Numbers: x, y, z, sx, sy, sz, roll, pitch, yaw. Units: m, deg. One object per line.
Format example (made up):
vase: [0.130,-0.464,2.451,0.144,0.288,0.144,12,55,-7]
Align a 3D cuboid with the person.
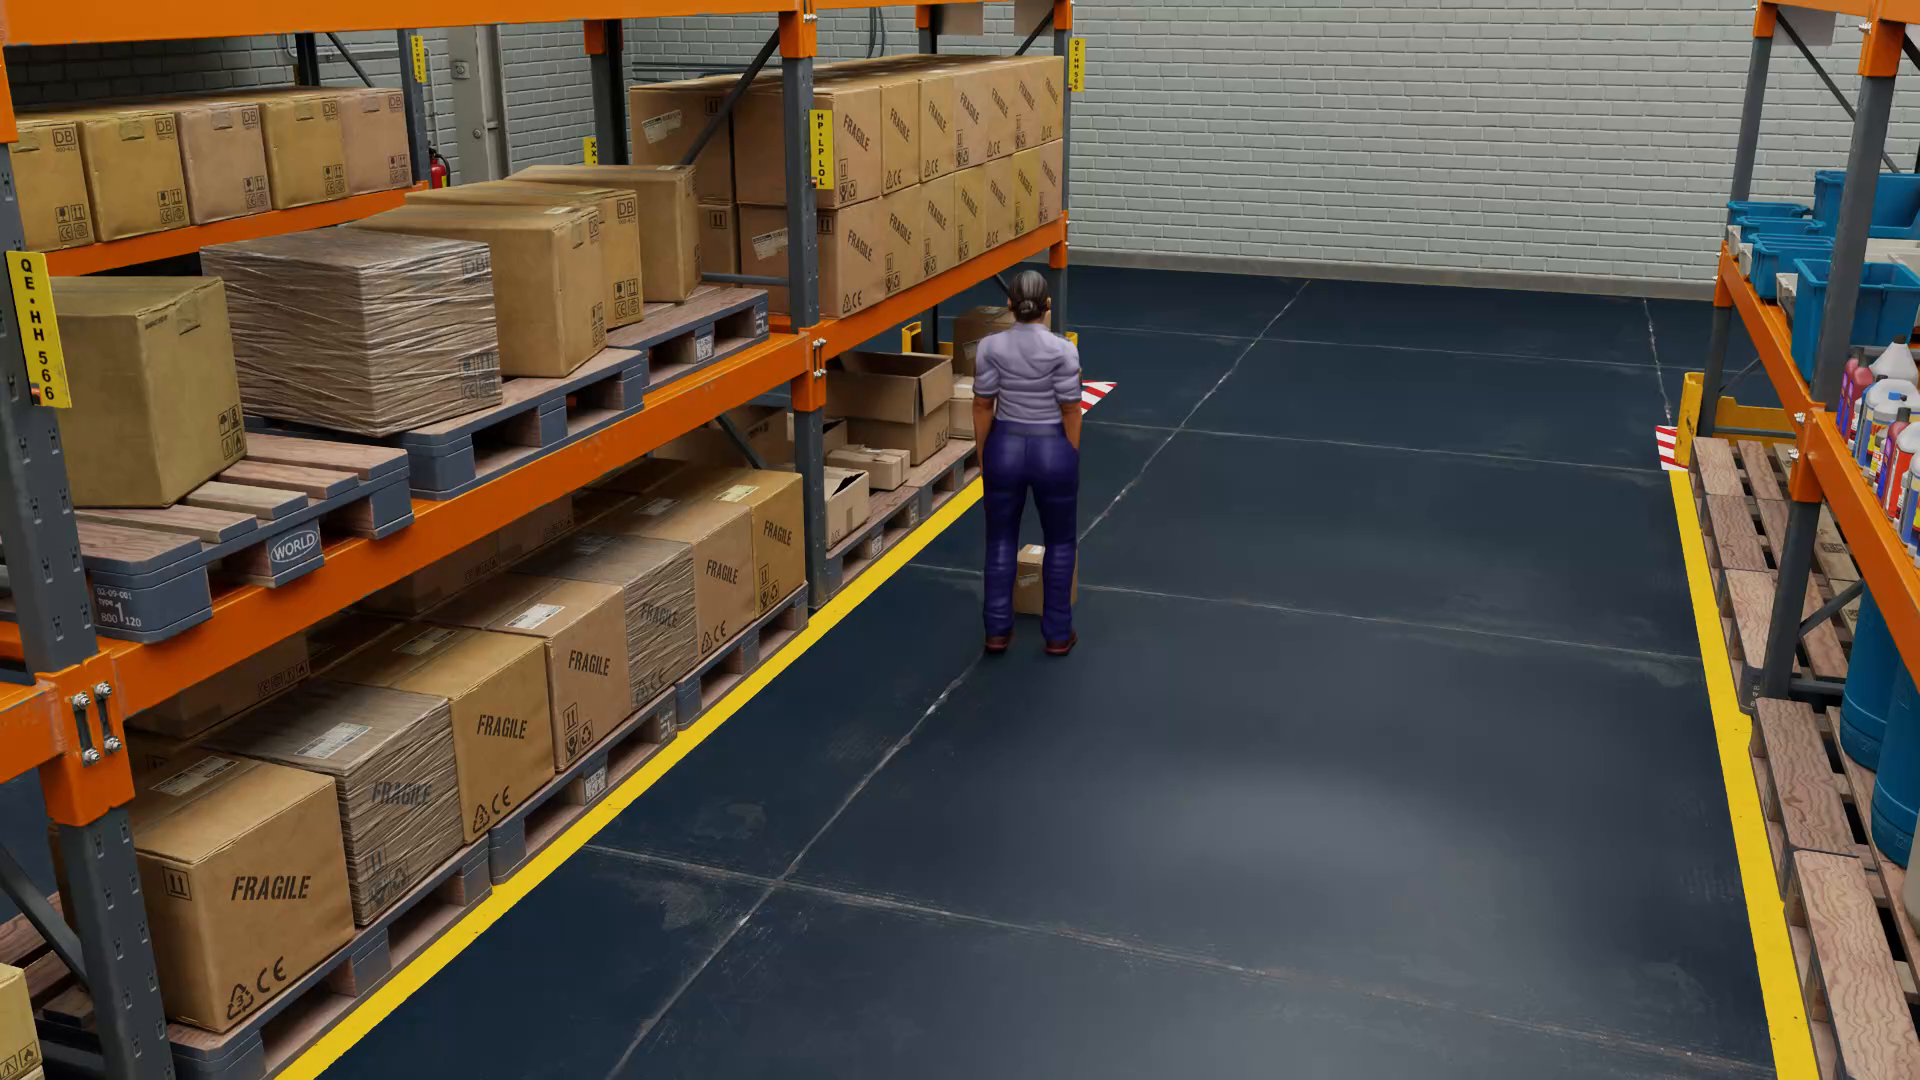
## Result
person: [0.286,-0.323,7.050,0.468,1.648,0.342,4,19,12]
